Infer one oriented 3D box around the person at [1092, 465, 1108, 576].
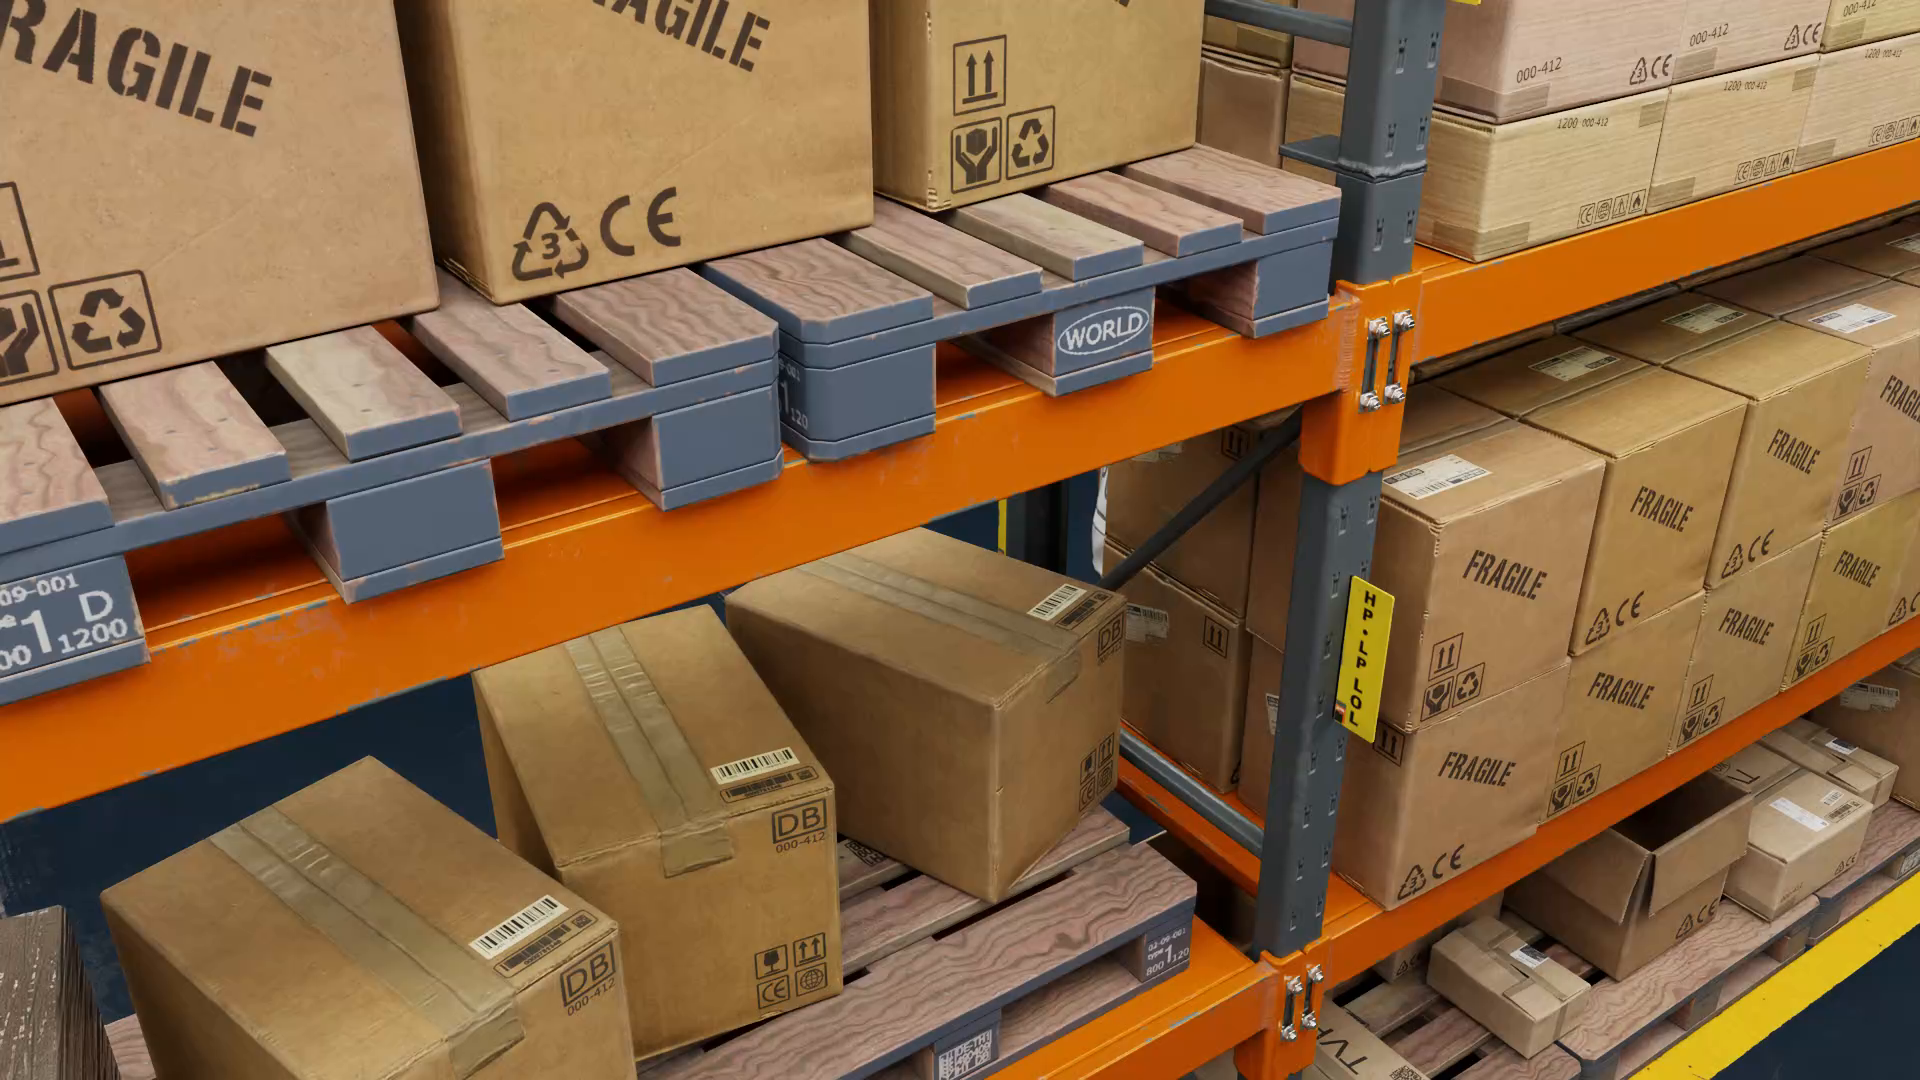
[{"bbox_3d":[0.714,0.082,5.960,0.428,1.751,0.605,-18,33,-30],"label":"person"}]
